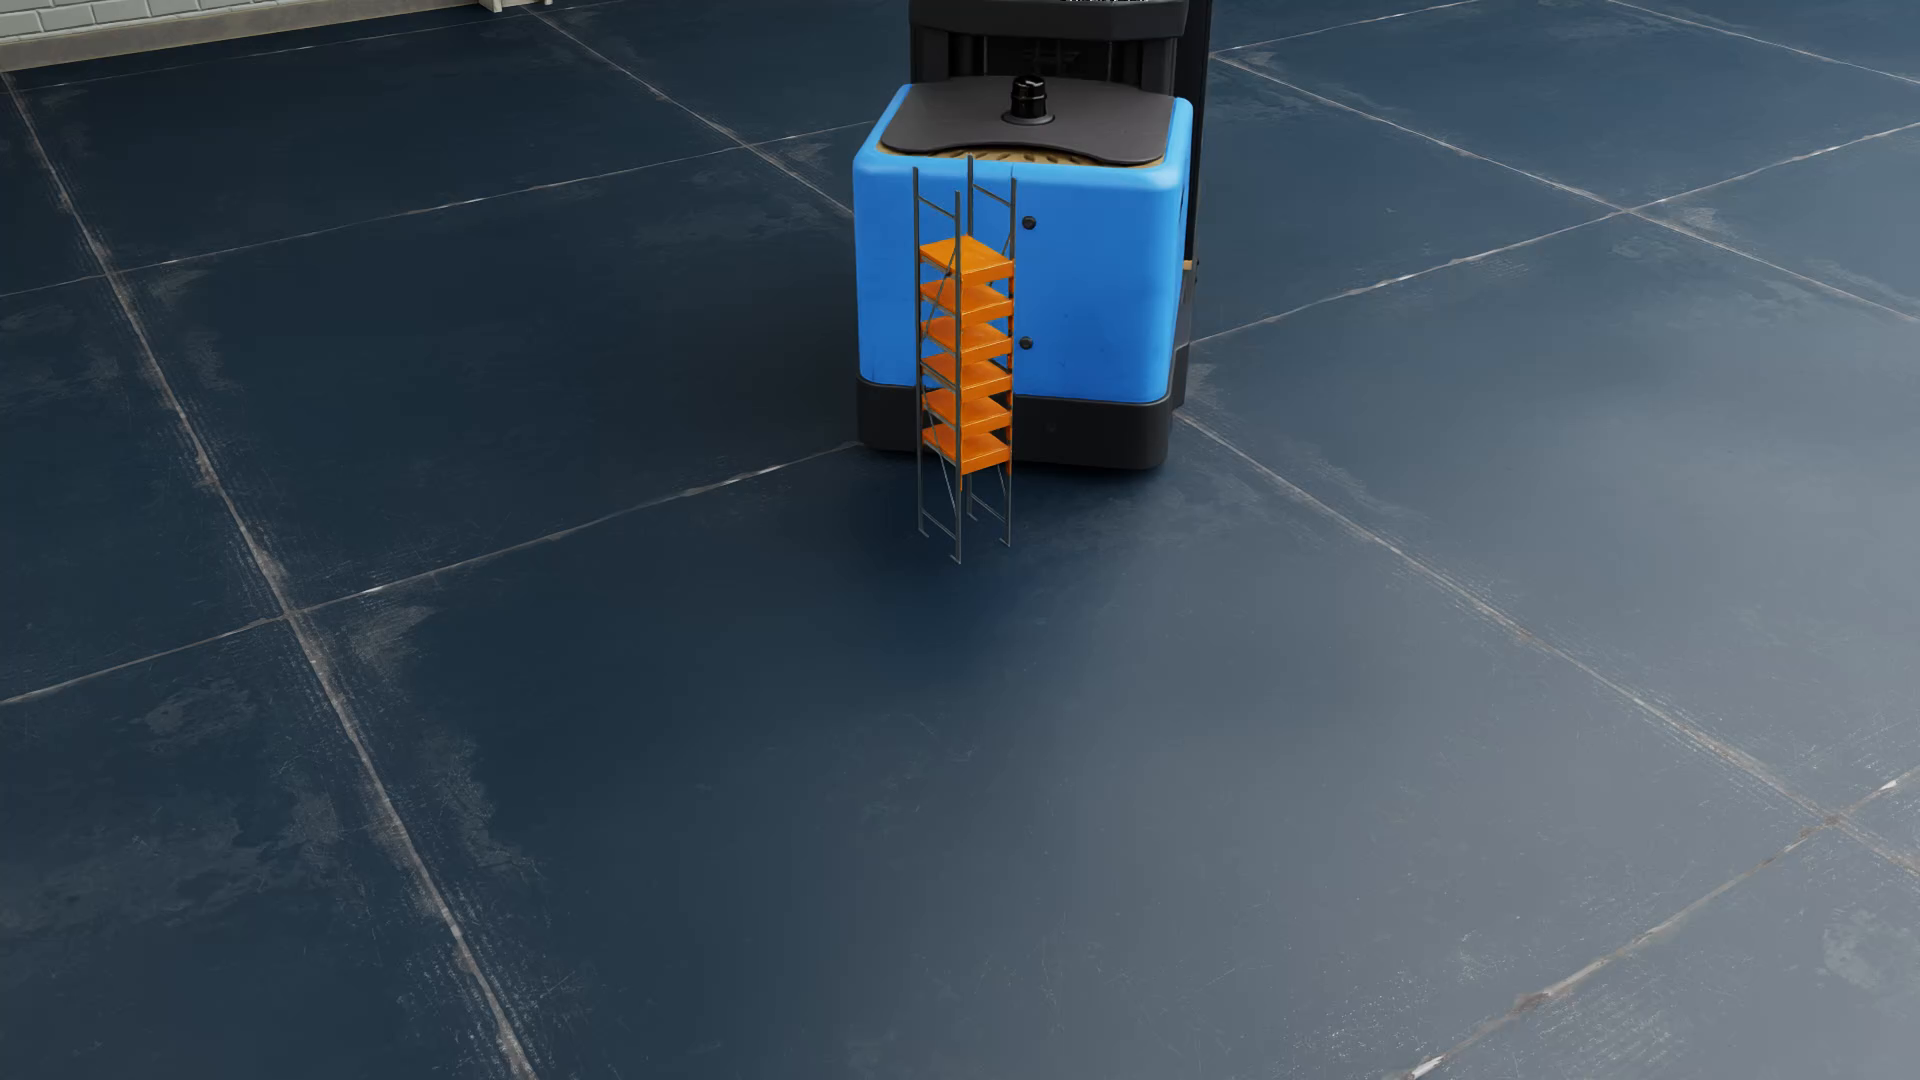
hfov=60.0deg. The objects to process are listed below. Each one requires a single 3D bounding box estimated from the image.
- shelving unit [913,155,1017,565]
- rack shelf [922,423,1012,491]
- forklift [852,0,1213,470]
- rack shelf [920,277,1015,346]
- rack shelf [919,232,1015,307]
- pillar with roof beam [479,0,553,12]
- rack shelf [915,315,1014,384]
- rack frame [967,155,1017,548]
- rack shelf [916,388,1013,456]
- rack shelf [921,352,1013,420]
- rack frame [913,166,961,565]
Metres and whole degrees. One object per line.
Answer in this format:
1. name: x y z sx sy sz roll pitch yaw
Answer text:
1. shelving unit: 0.012 -0.512 4.937 0.189 1.200 0.258 -19 37 -27
2. rack shelf: 0.012 -0.271 5.088 0.180 0.103 0.258 -19 37 -27
3. forklift: 0.402 -2.243 6.059 1.130 2.935 3.031 5 33 8
4. rack shelf: 0.012 -0.677 4.832 0.180 0.103 0.258 -19 37 -27
5. rack shelf: 0.012 -0.779 4.768 0.180 0.103 0.258 -19 37 -27
6. pillar with roof beam: -0.546 -5.352 5.301 0.400 9.000 9.100 -19 37 -27
7. rack shelf: 0.012 -0.576 4.896 0.180 0.103 0.258 -19 37 -27
8. rack frame: 0.089 -0.538 4.978 0.006 1.200 0.240 -19 37 -27
9. rack shelf: 0.012 -0.373 5.024 0.180 0.103 0.258 -19 37 -27
10. rack shelf: 0.012 -0.474 4.960 0.180 0.103 0.258 -19 37 -27
11. rack frame: -0.065 -0.485 4.895 0.006 1.200 0.240 -19 37 -27
